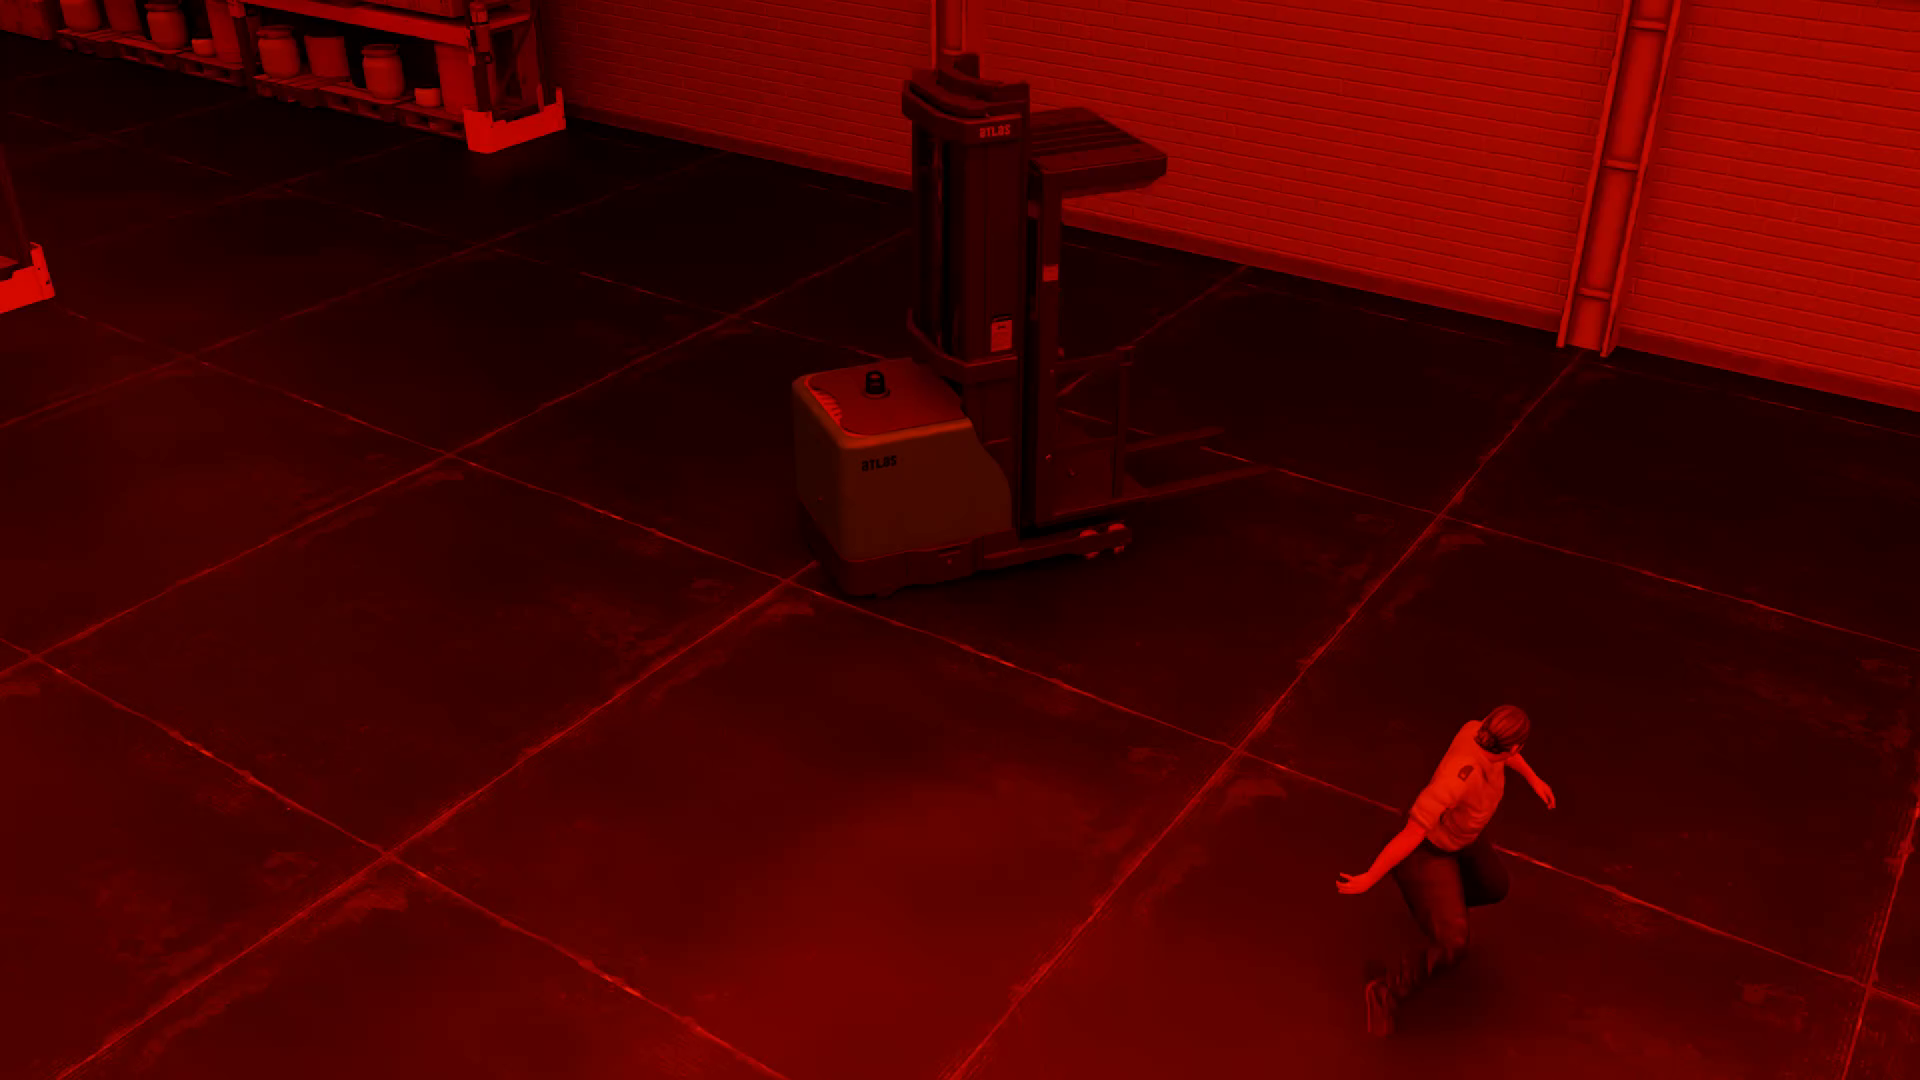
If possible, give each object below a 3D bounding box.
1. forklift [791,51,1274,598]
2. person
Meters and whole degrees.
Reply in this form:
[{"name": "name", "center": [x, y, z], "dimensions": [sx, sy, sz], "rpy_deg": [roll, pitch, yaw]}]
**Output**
[{"name": "forklift", "center": [0.529, -1.396, 9.985], "dimensions": [3.031, 2.935, 1.130], "rpy_deg": [-12, 32, -20]}, {"name": "person", "center": [1.998, 1.322, 6.848], "dimensions": [0.523, 1.579, 0.961], "rpy_deg": [23, 37, 34]}]
